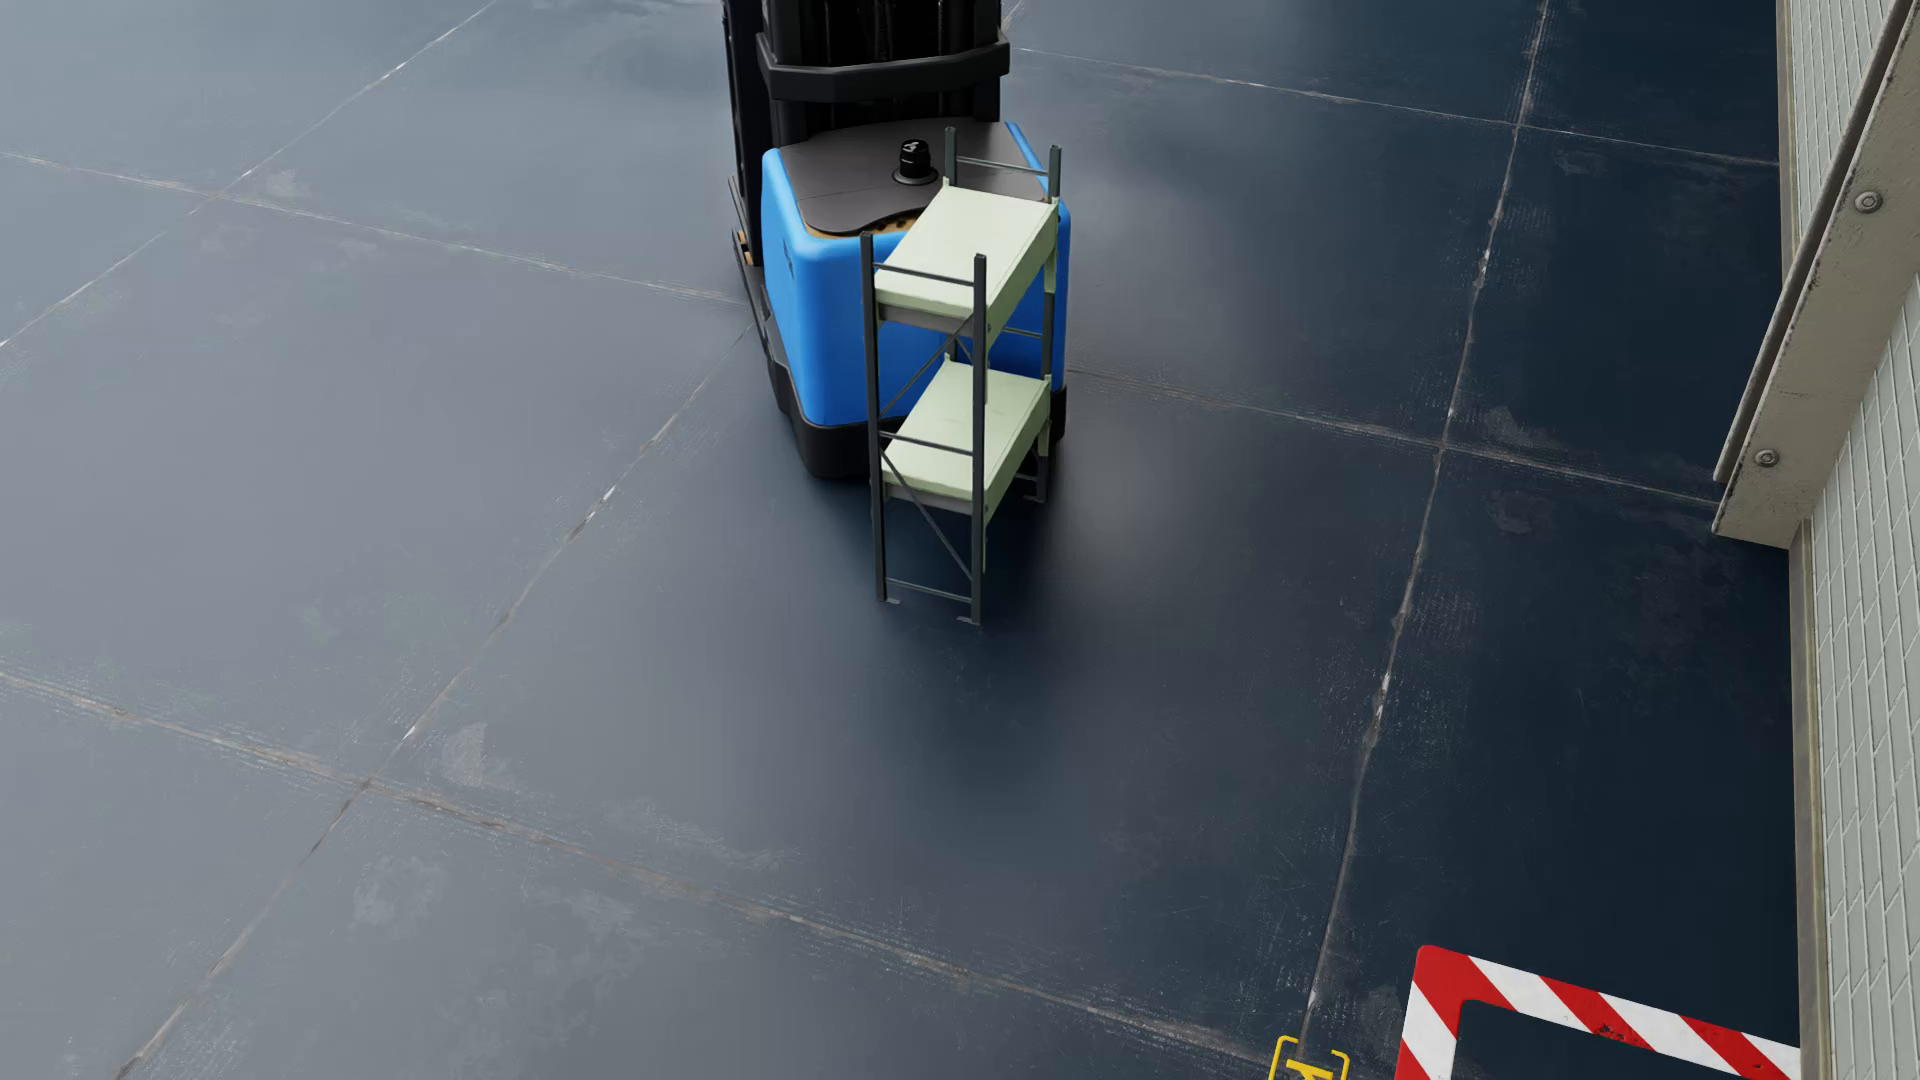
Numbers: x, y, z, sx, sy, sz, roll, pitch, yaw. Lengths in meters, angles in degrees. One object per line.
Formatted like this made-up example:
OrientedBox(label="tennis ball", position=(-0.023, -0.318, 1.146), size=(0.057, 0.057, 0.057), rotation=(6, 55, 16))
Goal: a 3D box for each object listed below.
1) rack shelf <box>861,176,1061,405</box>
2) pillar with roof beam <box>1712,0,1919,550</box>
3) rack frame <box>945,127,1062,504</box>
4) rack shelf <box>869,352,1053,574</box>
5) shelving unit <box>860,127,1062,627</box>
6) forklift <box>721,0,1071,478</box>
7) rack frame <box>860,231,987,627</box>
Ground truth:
OrientedBox(label="rack shelf", position=(0.015, -0.833, 5.470), size=(0.431, 0.370, 0.720), rotation=(13, 42, 15))
OrientedBox(label="pillar with roof beam", position=(-0.993, -4.491, 4.580), size=(9.100, 9.000, 0.400), rotation=(13, 42, 15))
OrientedBox(label="rack frame", position=(0.142, -0.759, 5.984), size=(0.400, 1.500, 0.023), rotation=(13, 42, 15))
OrientedBox(label="rack shelf", position=(0.015, -0.288, 5.935), size=(0.431, 0.370, 0.720), rotation=(13, 42, 15))
OrientedBox(label="shelving unit", position=(0.015, -0.536, 5.723), size=(0.431, 1.500, 0.755), rotation=(13, 42, 15))
OrientedBox(label="forklift", position=(-0.434, -2.319, 6.710), size=(1.130, 2.935, 3.031), rotation=(-9, 41, -11))
OrientedBox(label="rack frame", position=(-0.112, -0.313, 5.462), size=(0.400, 1.500, 0.023), rotation=(13, 42, 15))
